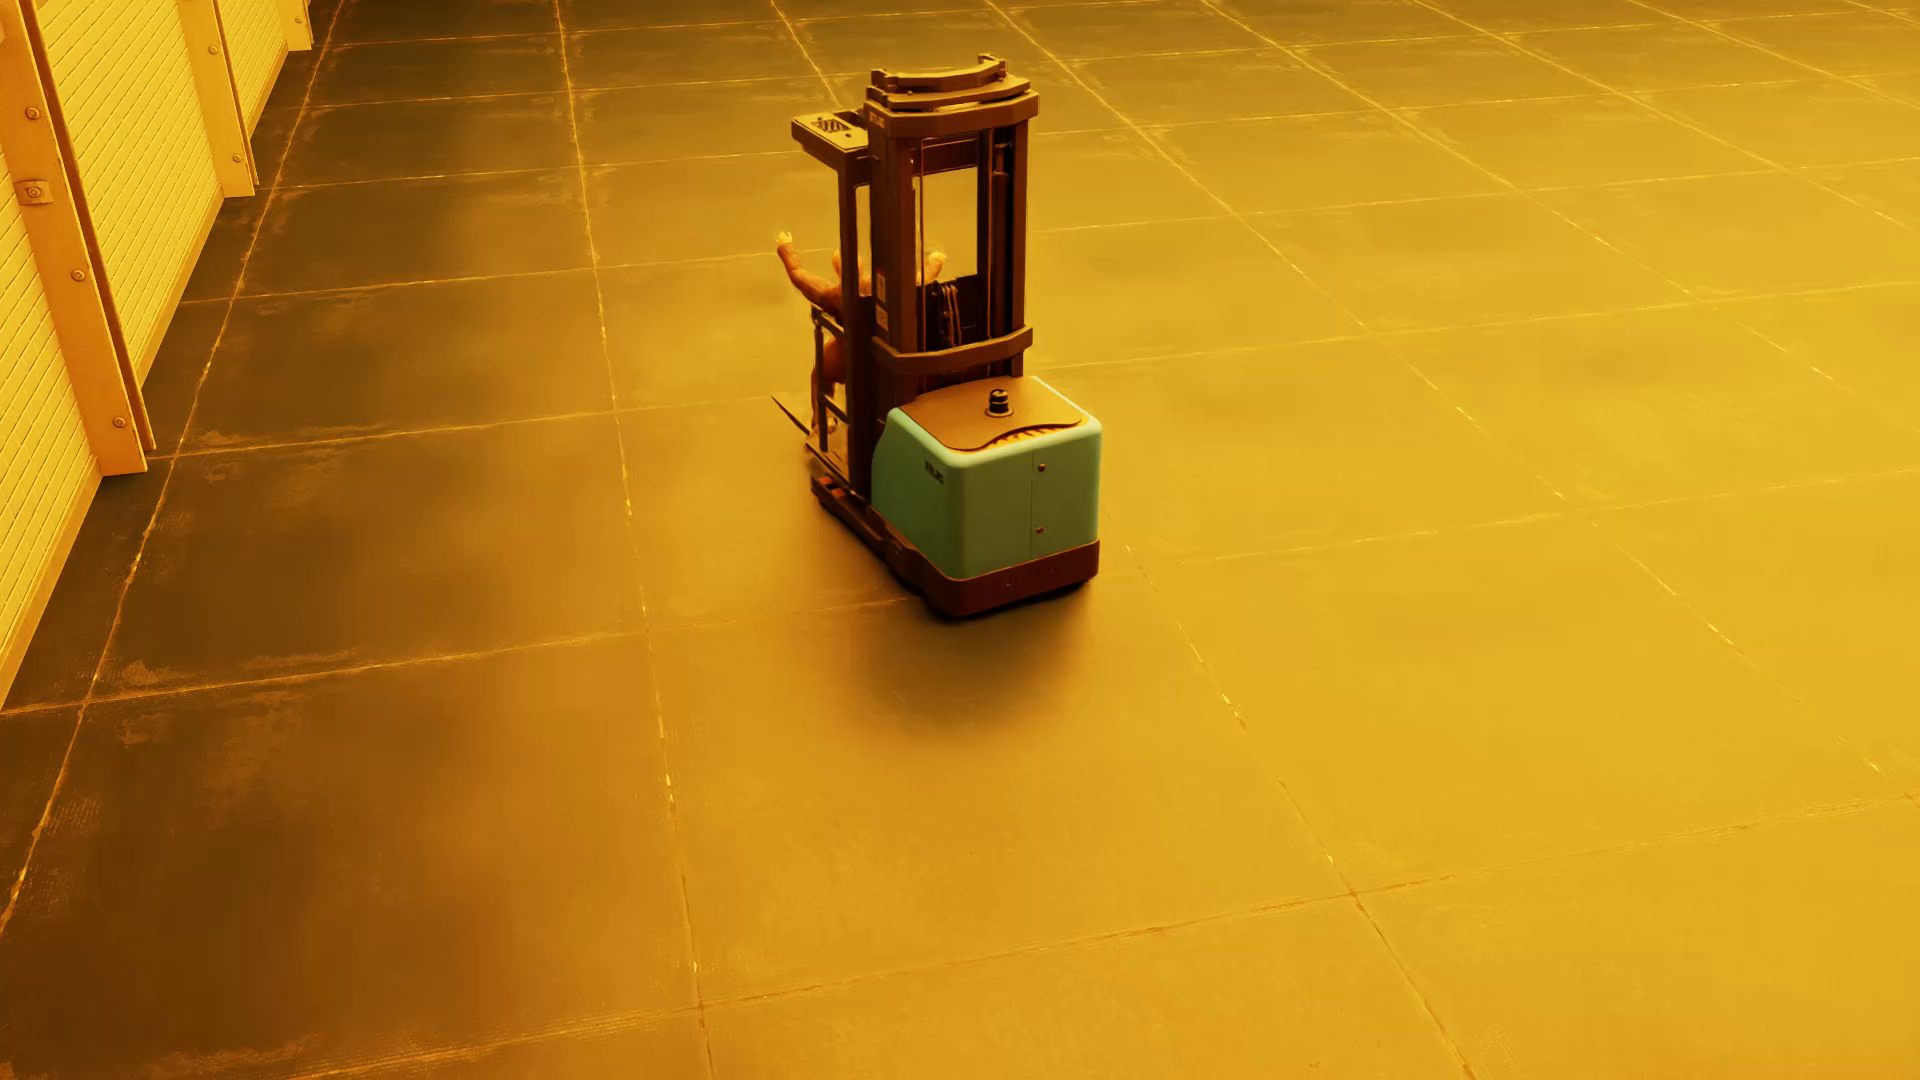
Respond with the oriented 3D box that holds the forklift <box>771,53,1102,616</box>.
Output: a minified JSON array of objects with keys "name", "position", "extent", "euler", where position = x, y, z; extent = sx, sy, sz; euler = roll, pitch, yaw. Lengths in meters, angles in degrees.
[{"name":"forklift","position":[-0.321,-1.538,10.231],"extent":[1.130,2.935,3.031],"euler":[-16,34,-25]}]

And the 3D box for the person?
[{"name":"person","position":[-0.652,-1.335,11.164],"extent":[1.147,1.524,0.758],"euler":[0,30,0]}]
